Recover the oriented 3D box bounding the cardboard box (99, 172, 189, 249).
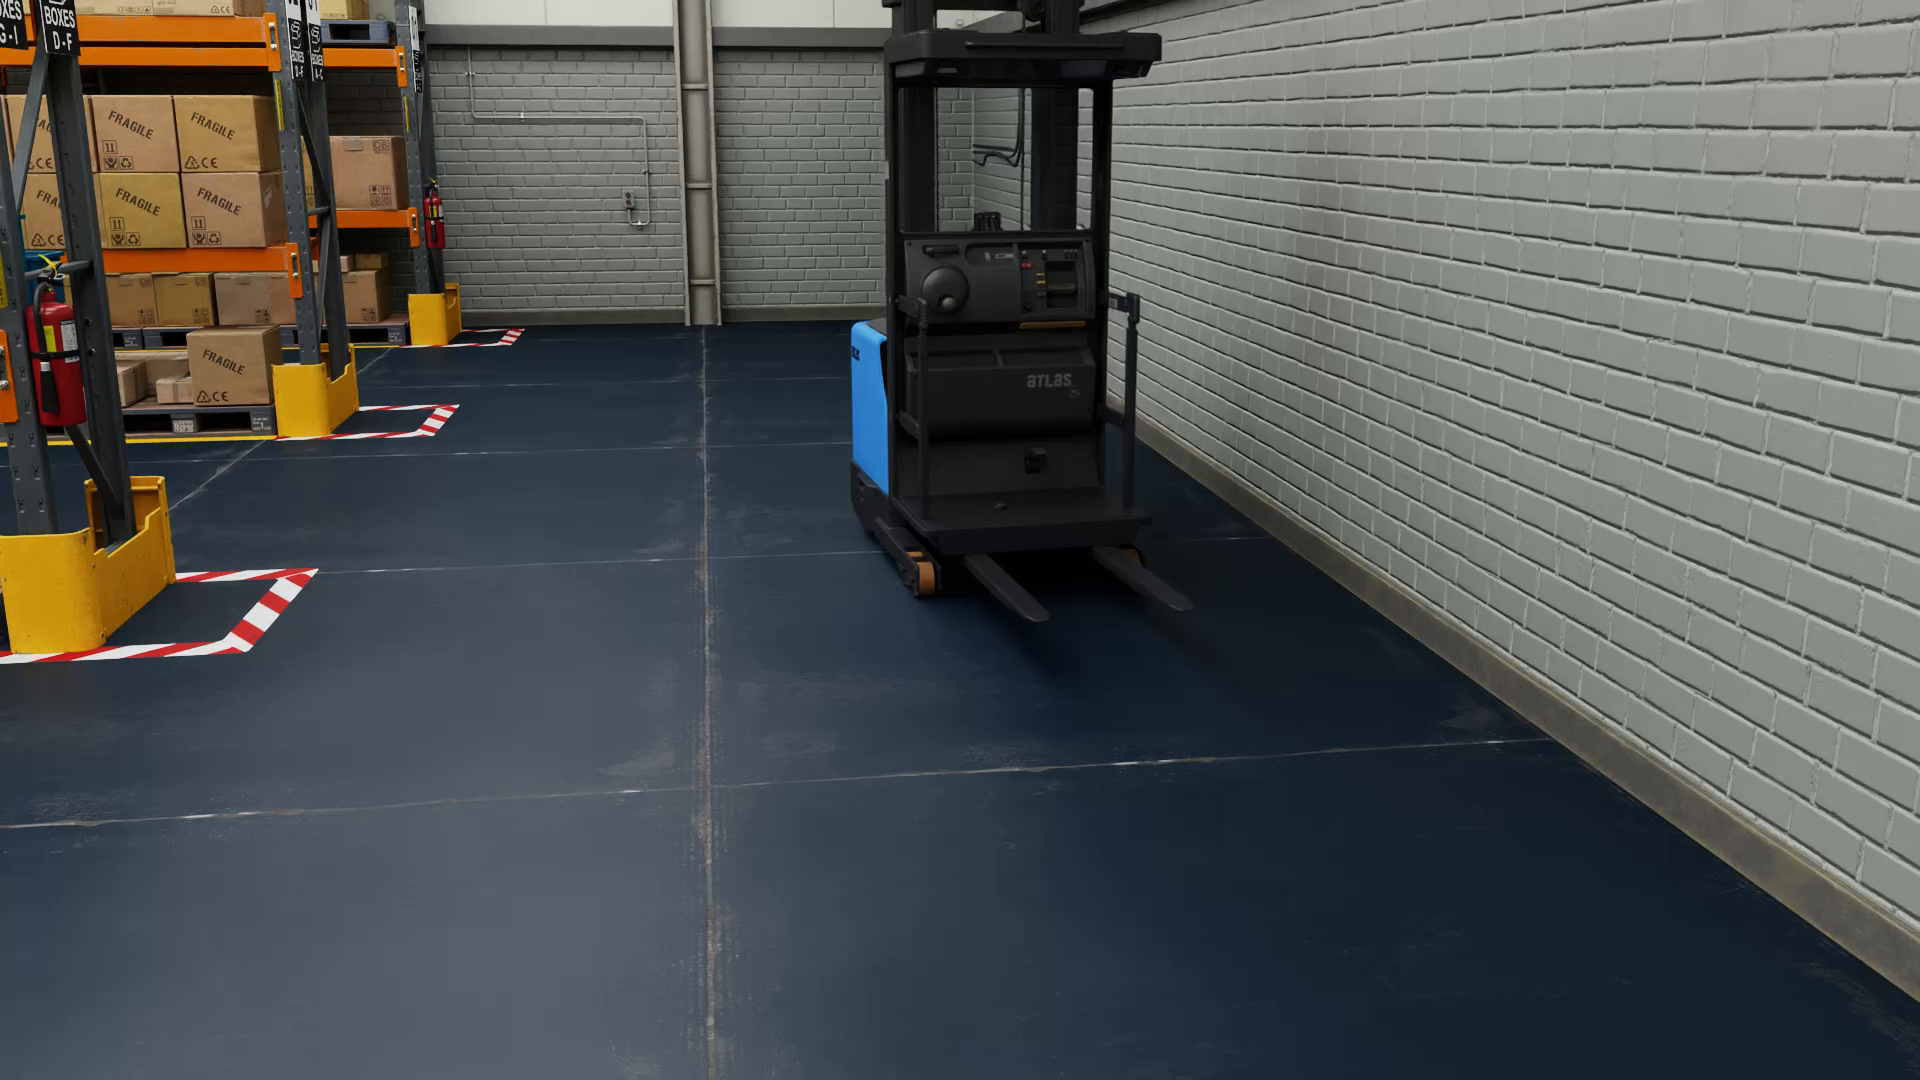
[{"bbox_3d":[-5.508,-2.263,11.372,0.500,0.500,0.500,-2,14,-8],"label":"cardboard box"}]

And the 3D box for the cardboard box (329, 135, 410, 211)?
[{"bbox_3d":[-5.837,-3.632,16.420,0.700,0.700,0.980,-1,14,-6],"label":"cardboard box"}]

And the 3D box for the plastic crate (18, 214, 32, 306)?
[{"bbox_3d":[-4.162,-1.113,6.798,0.499,0.435,0.616,-2,14,-8],"label":"plastic crate"}]

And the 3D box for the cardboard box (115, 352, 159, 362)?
[{"bbox_3d":[-6.162,-1.208,12.119,0.500,0.250,0.500,-2,14,-8],"label":"cardboard box"}]

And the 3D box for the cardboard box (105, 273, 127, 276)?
[{"bbox_3d":[-8.169,-2.639,16.020,0.250,0.149,0.380,-2,14,-6],"label":"cardboard box"}]

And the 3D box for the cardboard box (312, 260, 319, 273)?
[{"bbox_3d":[-6.364,-2.706,16.285,0.250,0.149,0.380,-2,14,-7],"label":"cardboard box"}]

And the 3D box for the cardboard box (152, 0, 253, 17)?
[{"bbox_3d":[-5.062,-3.616,11.115,0.500,0.250,0.500,-2,14,-8],"label":"cardboard box"}]

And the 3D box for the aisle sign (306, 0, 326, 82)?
[{"bbox_3d":[-4.569,-3.650,11.764,0.004,0.787,0.394,-2,14,-8],"label":"aisle sign"}]

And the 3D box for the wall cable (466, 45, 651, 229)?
[{"bbox_3d":[-4.209,-4.274,17.508,1.851,1.984,0.084,-2,14,-8],"label":"wall cable"}]

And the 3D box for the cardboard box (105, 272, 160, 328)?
[{"bbox_3d":[-8.038,-2.373,16.294,0.500,0.500,0.700,-2,14,-9],"label":"cardboard box"}]

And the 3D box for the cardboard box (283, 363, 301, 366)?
[{"bbox_3d":[-5.058,-1.214,12.351,0.250,0.149,0.380,-2,14,-8],"label":"cardboard box"}]

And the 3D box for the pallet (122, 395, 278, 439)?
[{"bbox_3d":[-5.456,-0.931,12.001,1.213,0.211,1.003,-2,14,-8],"label":"pallet"}]

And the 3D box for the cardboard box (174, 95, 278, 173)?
[{"bbox_3d":[-4.992,-2.767,11.327,0.500,0.500,0.500,-2,14,-9],"label":"cardboard box"}]

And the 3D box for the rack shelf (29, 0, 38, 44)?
[{"bbox_3d":[-5.836,-2.157,6.471,4.000,0.370,1.077,-2,14,-8],"label":"rack shelf"}]

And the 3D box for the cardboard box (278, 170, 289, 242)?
[{"bbox_3d":[-5.071,-2.411,11.965,0.500,0.500,0.500,-2,14,-7],"label":"cardboard box"}]

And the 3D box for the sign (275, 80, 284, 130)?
[{"bbox_3d":[-4.530,-2.896,11.074,0.005,0.325,0.100,-2,14,-8],"label":"sign"}]

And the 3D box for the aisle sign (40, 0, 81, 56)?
[{"bbox_3d":[-3.832,-2.459,7.016,0.004,0.787,0.394,-2,14,-8],"label":"aisle sign"}]

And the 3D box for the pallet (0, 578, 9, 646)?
[{"bbox_3d":[-4.680,0.249,7.294,1.213,0.211,1.003,-2,14,-8],"label":"pallet"}]

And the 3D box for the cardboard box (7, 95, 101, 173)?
[{"bbox_3d":[-6.003,-2.728,11.174,0.500,0.500,0.500,-2,14,-7],"label":"cardboard box"}]

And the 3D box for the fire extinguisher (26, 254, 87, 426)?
[{"bbox_3d":[-3.642,-0.802,6.678,0.183,0.674,0.296,-2,14,-8],"label":"fire extinguisher"}]

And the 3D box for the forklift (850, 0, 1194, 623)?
[{"bbox_3d":[0.248,-1.262,7.730,1.130,2.935,3.031,-4,15,-14],"label":"forklift"}]

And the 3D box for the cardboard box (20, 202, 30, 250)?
[{"bbox_3d":[-6.500,-2.228,11.233,0.500,0.500,0.500,-2,14,-9],"label":"cardboard box"}]

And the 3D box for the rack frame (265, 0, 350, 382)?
[{"bbox_3d":[-4.593,-2.316,11.789,0.127,3.000,1.000,-2,14,-8],"label":"rack frame"}]

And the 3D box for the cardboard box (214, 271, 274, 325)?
[{"bbox_3d":[-7.004,-2.412,16.450,0.500,0.500,0.700,-3,14,-10],"label":"cardboard box"}]

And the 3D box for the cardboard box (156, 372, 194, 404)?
[{"bbox_3d":[-5.508,-1.083,11.793,0.250,0.166,0.380,-2,14,-8],"label":"cardboard box"}]

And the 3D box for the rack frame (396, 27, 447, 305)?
[{"bbox_3d":[-5.335,-3.507,16.539,0.127,3.000,1.000,-2,14,-8],"label":"rack frame"}]

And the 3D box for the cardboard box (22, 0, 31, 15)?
[{"bbox_3d":[-6.050,-3.579,10.968,0.500,0.250,0.500,-2,14,-8],"label":"cardboard box"}]

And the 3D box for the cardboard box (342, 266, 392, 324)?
[{"bbox_3d":[-6.012,-2.449,16.595,0.500,0.500,0.700,-2,14,-8],"label":"cardboard box"}]

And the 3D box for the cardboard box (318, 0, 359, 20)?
[{"bbox_3d":[-6.019,-5.051,15.769,0.500,0.250,0.500,-2,14,-7],"label":"cardboard box"}]

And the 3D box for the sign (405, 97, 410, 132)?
[{"bbox_3d":[-5.267,-4.052,15.847,0.005,0.325,0.100,-2,14,-8],"label":"sign"}]

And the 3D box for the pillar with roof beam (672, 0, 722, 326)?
[{"bbox_3d":[-2.152,-5.687,12.900,0.400,9.000,9.100,-2,14,-8],"label":"pillar with roof beam"}]

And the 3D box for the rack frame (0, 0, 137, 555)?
[{"bbox_3d":[-3.859,-1.124,7.037,0.127,3.000,1.000,-2,14,-8],"label":"rack frame"}]

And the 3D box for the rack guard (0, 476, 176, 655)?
[{"bbox_3d":[-3.837,0.085,7.357,0.348,0.500,1.175,-2,14,-8],"label":"rack guard"}]

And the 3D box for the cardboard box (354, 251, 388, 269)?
[{"bbox_3d":[-5.918,-2.816,16.726,0.250,0.149,0.380,-2,14,-8],"label":"cardboard box"}]

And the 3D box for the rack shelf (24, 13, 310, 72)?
[{"bbox_3d":[-6.571,-3.349,11.222,4.000,0.370,1.077,-2,14,-8],"label":"rack shelf"}]

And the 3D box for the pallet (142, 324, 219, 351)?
[{"bbox_3d":[-7.317,-2.063,16.515,1.213,0.211,1.003,-2,14,-8],"label":"pallet"}]

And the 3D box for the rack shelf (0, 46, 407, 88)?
[{"bbox_3d":[-7.312,-4.541,15.973,4.000,0.370,1.077,-2,14,-8],"label":"rack shelf"}]
